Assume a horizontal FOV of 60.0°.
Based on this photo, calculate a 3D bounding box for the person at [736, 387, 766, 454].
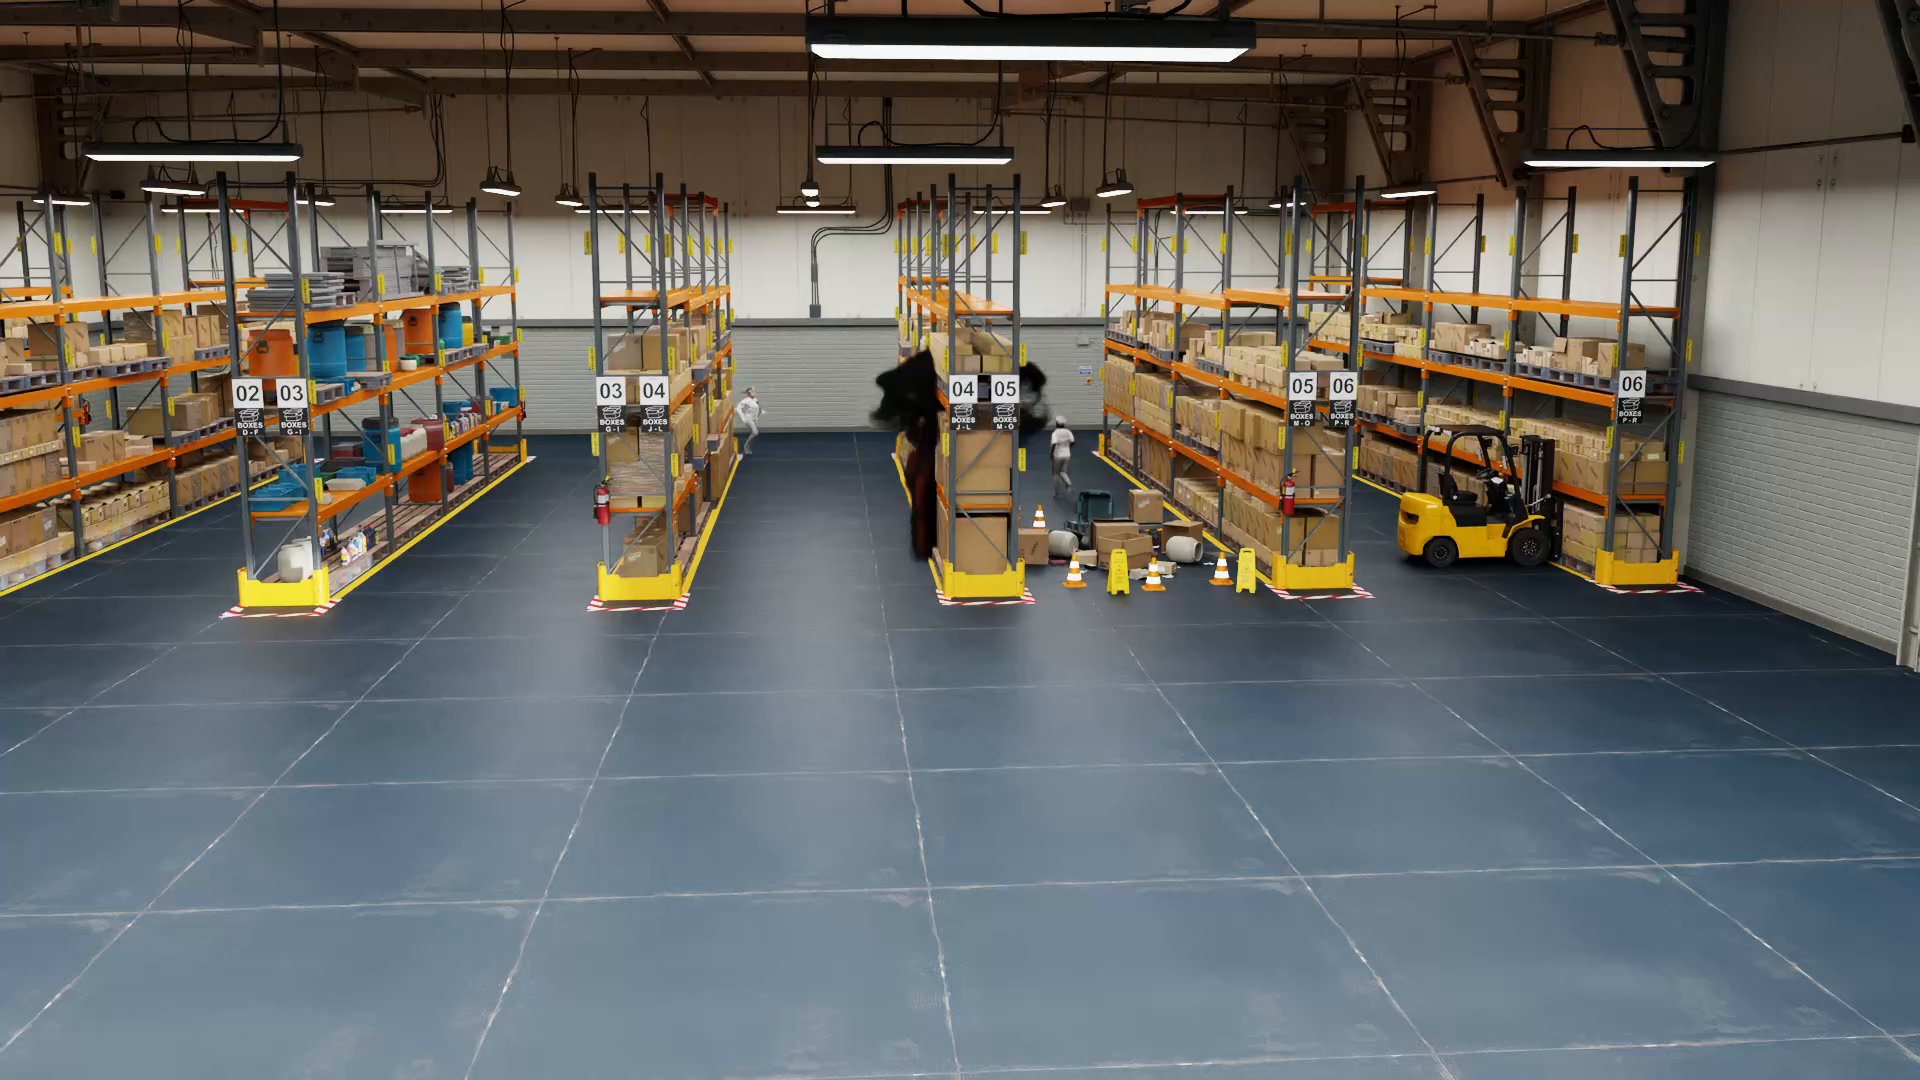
[{"bbox_3d":[-5.033,-2.896,40.296,0.642,1.648,0.627,7,12,35],"label":"person"}]

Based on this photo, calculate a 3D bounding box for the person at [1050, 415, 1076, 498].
[{"bbox_3d":[2.048,-1.643,33.271,0.575,1.686,0.683,-5,11,-26],"label":"person"}]
